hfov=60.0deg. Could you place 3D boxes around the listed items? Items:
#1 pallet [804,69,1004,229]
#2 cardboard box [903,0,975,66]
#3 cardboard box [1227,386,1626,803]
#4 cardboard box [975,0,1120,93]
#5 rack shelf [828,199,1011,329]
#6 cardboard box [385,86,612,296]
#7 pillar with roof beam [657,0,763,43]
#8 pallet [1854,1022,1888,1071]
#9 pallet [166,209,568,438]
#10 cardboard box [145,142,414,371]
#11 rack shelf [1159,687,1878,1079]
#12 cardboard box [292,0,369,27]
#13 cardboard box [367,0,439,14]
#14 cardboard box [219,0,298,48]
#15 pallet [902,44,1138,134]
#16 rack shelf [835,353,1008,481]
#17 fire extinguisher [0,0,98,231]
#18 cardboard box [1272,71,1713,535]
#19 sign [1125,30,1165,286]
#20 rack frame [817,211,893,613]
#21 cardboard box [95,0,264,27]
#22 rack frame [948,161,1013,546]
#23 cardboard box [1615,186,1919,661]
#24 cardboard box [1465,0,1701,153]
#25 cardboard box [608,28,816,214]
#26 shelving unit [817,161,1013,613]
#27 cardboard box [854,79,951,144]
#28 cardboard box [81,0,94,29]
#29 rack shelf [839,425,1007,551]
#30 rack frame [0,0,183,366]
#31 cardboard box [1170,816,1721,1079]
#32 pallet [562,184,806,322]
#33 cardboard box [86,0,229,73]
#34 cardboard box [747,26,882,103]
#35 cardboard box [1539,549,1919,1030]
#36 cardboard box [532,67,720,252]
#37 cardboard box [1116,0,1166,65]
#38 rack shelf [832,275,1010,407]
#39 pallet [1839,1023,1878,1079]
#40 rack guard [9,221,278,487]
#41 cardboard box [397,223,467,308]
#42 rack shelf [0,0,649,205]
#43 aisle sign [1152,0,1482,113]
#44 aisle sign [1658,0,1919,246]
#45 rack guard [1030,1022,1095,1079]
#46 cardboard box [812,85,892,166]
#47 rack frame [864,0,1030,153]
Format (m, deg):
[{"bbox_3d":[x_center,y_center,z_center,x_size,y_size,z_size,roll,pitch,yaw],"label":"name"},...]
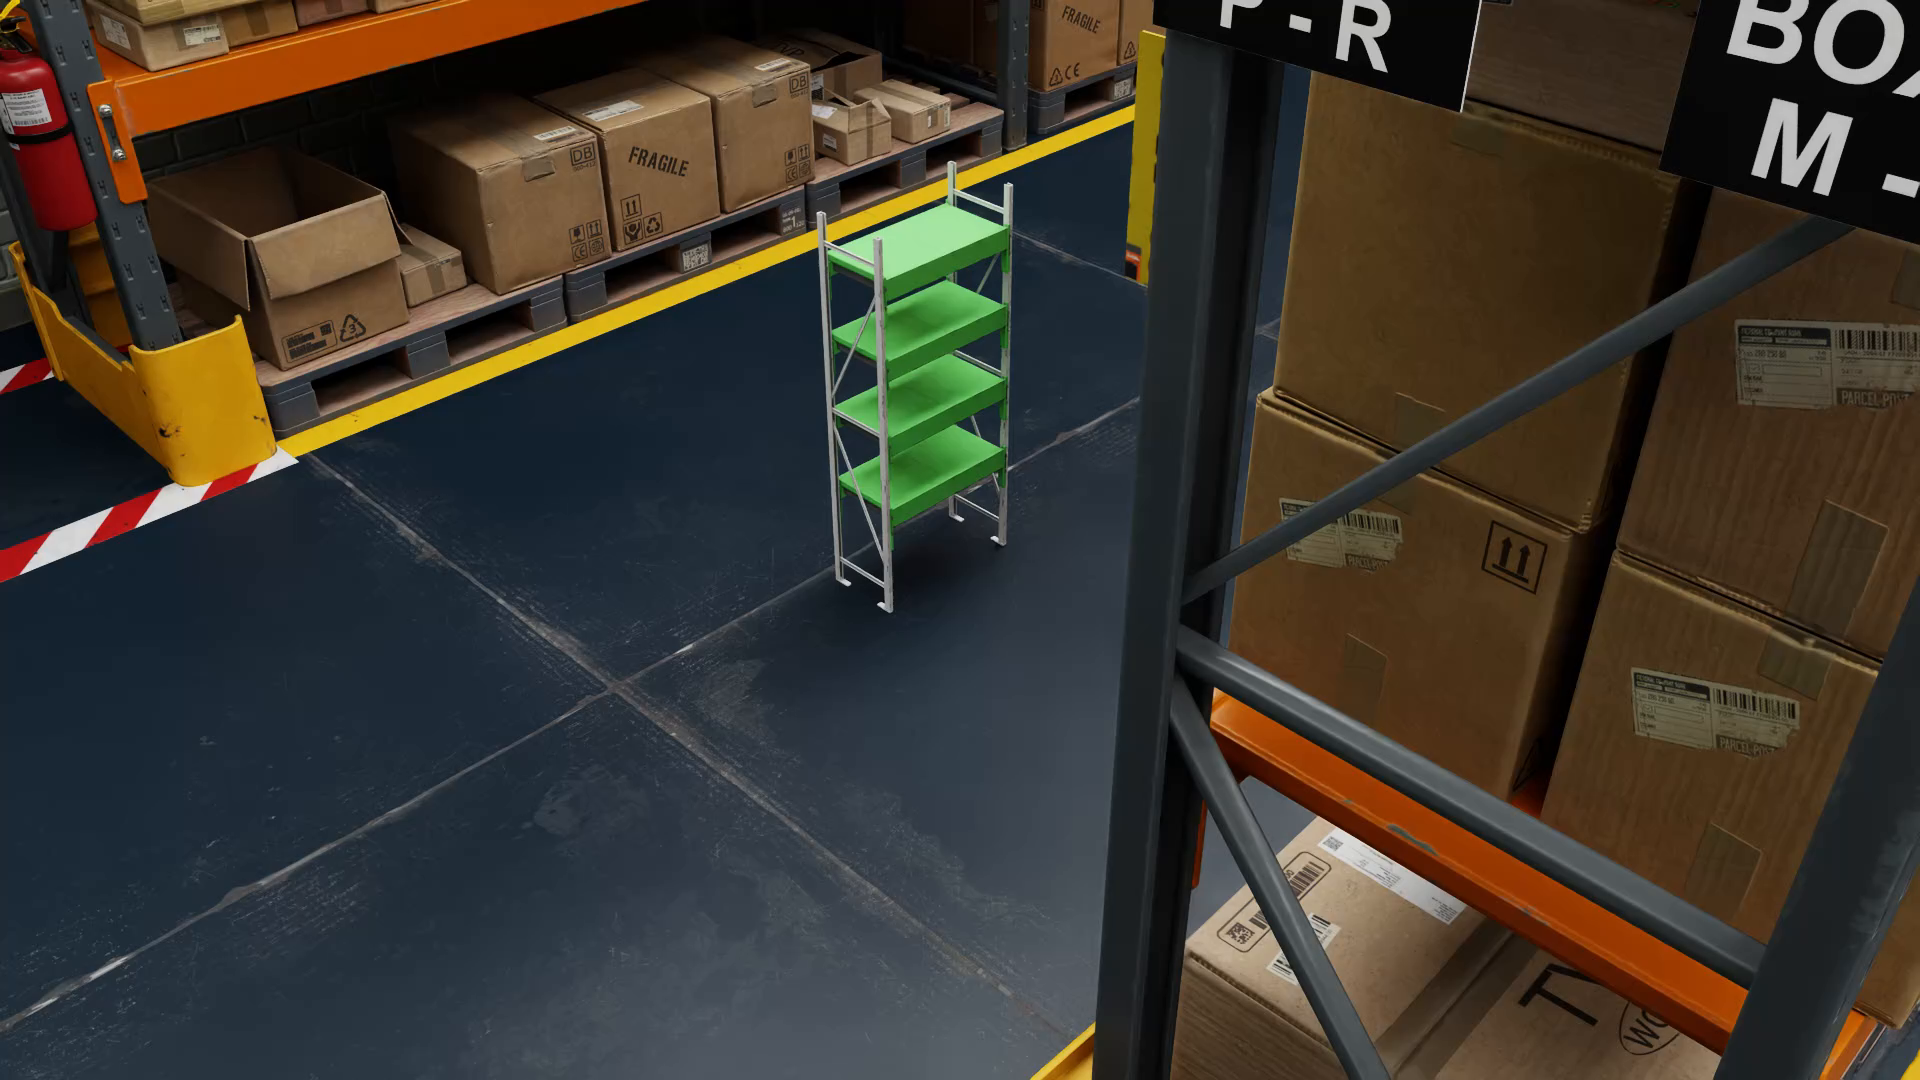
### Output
[{"bbox_3d":[-0.562,-1.866,7.741,1.003,0.211,1.213,30,45,35],"label":"pallet"},{"bbox_3d":[0.058,-2.753,8.394,0.500,0.500,0.500,29,44,35],"label":"cardboard box"},{"bbox_3d":[0.781,-0.009,2.553,0.500,0.500,0.500,-30,45,-35],"label":"cardboard box"},{"bbox_3d":[0.423,-2.541,8.089,0.500,0.500,0.500,-28,43,-34],"label":"cardboard box"},{"bbox_3d":[-0.117,-0.766,4.572,0.258,0.148,0.480,30,45,35],"label":"rack shelf"},{"bbox_3d":[-1.768,-1.352,6.385,0.500,0.500,0.700,-28,44,-34],"label":"cardboard box"},{"bbox_3d":[1.847,-4.094,3.254,9.100,9.000,0.400,30,45,35],"label":"pillar with roof beam"},{"bbox_3d":[1.996,0.630,4.163,1.003,0.211,1.213,30,45,35],"label":"pallet"},{"bbox_3d":[-2.282,-0.875,6.321,1.003,0.211,1.213,30,45,35],"label":"pallet"},{"bbox_3d":[-2.398,-1.023,5.909,0.797,0.503,0.637,28,43,34],"label":"cardboard box"},{"bbox_3d":[2.038,-0.182,3.517,1.077,0.370,4.000,30,45,35],"label":"rack shelf"},{"bbox_3d":[-2.163,-1.827,5.466,0.380,0.149,0.250,29,44,35],"label":"cardboard box"},{"bbox_3d":[-1.941,-1.904,5.578,0.250,0.149,0.380,-28,44,-34],"label":"cardboard box"},{"bbox_3d":[-2.323,-1.706,5.293,0.250,0.149,0.380,-29,44,-35],"label":"cardboard box"},{"bbox_3d":[0.468,-2.489,8.635,1.003,0.211,1.213,30,45,35],"label":"pallet"},{"bbox_3d":[-0.117,-0.373,4.847,0.258,0.148,0.480,30,45,35],"label":"rack shelf"},{"bbox_3d":[-2.672,-1.233,4.790,0.296,0.674,0.183,30,45,35],"label":"fire extinguisher"},{"bbox_3d":[0.800,-0.408,2.251,0.500,0.500,0.500,-28,44,-34],"label":"cardboard box"},{"bbox_3d":[0.254,-0.462,2.070,0.100,0.325,0.005,30,45,35],"label":"sign"},{"bbox_3d":[-0.289,-0.326,4.668,0.240,1.200,0.015,30,45,35],"label":"rack frame"},{"bbox_3d":[-2.385,-1.800,5.080,0.500,0.250,0.500,-30,45,-35],"label":"cardboard box"},{"bbox_3d":[0.055,-0.524,4.952,0.240,1.200,0.015,30,45,35],"label":"rack frame"},{"bbox_3d":[1.169,-0.196,1.948,0.500,0.500,0.500,28,44,34],"label":"cardboard box"},{"bbox_3d":[0.740,-0.609,1.972,0.250,0.149,0.380,-29,44,-35],"label":"cardboard box"},{"bbox_3d":[-1.037,-1.774,6.989,0.700,0.500,0.500,28,43,34],"label":"cardboard box"},{"bbox_3d":[-0.117,-0.425,4.810,0.258,1.200,0.503,30,45,35],"label":"shelving unit"},{"bbox_3d":[-0.262,-1.946,7.544,0.380,0.149,0.250,28,44,34],"label":"cardboard box"},{"bbox_3d":[-2.853,-1.804,5.434,0.380,0.149,0.250,29,44,35],"label":"cardboard box"},{"bbox_3d":[-0.117,-0.176,4.984,0.258,0.148,0.480,30,45,35],"label":"rack shelf"},{"bbox_3d":[-2.896,-1.664,5.014,1.000,3.000,0.127,30,45,35],"label":"rack frame"},{"bbox_3d":[1.023,0.905,3.202,0.875,0.438,0.875,28,44,34],"label":"cardboard box"},{"bbox_3d":[-1.422,-1.368,7.027,1.003,0.211,1.213,30,45,35],"label":"pallet"},{"bbox_3d":[-2.470,-1.584,5.119,0.380,0.149,0.250,29,44,35],"label":"cardboard box"},{"bbox_3d":[-0.711,-2.184,7.743,0.500,0.311,0.500,-28,44,-34],"label":"cardboard box"},{"bbox_3d":[1.171,0.215,2.232,0.500,0.500,0.500,29,44,35],"label":"cardboard box"},{"bbox_3d":[-1.325,-1.527,6.635,0.500,0.500,0.500,-29,44,-35],"label":"cardboard box"},{"bbox_3d":[0.791,-2.761,8.404,0.500,0.500,0.500,29,44,35],"label":"cardboard box"},{"bbox_3d":[-0.117,-0.569,4.710,0.258,0.148,0.480,30,45,35],"label":"rack shelf"},{"bbox_3d":[1.137,1.123,3.456,1.003,0.211,1.213,30,45,35],"label":"pallet"},{"bbox_3d":[-2.843,-0.670,5.773,1.175,0.500,0.348,30,45,35],"label":"rack guard"},{"bbox_3d":[-2.071,-1.034,6.235,0.380,0.149,0.250,28,43,34],"label":"cardboard box"},{"bbox_3d":[-1.487,-2.181,6.384,1.077,0.370,4.000,30,45,35],"label":"rack shelf"},{"bbox_3d":[0.358,-0.827,1.541,0.394,0.787,0.004,30,45,35],"label":"aisle sign"},{"bbox_3d":[0.784,-0.585,1.194,0.394,0.787,0.004,30,45,35],"label":"aisle sign"},{"bbox_3d":[0.612,1.370,2.849,1.175,0.500,0.348,30,45,35],"label":"rack guard"},{"bbox_3d":[-0.513,-1.849,7.302,0.258,0.266,0.396,-28,44,-34],"label":"cardboard box"},{"bbox_3d":[-0.078,-3.288,7.342,1.000,3.000,0.127,30,45,35],"label":"rack frame"}]
